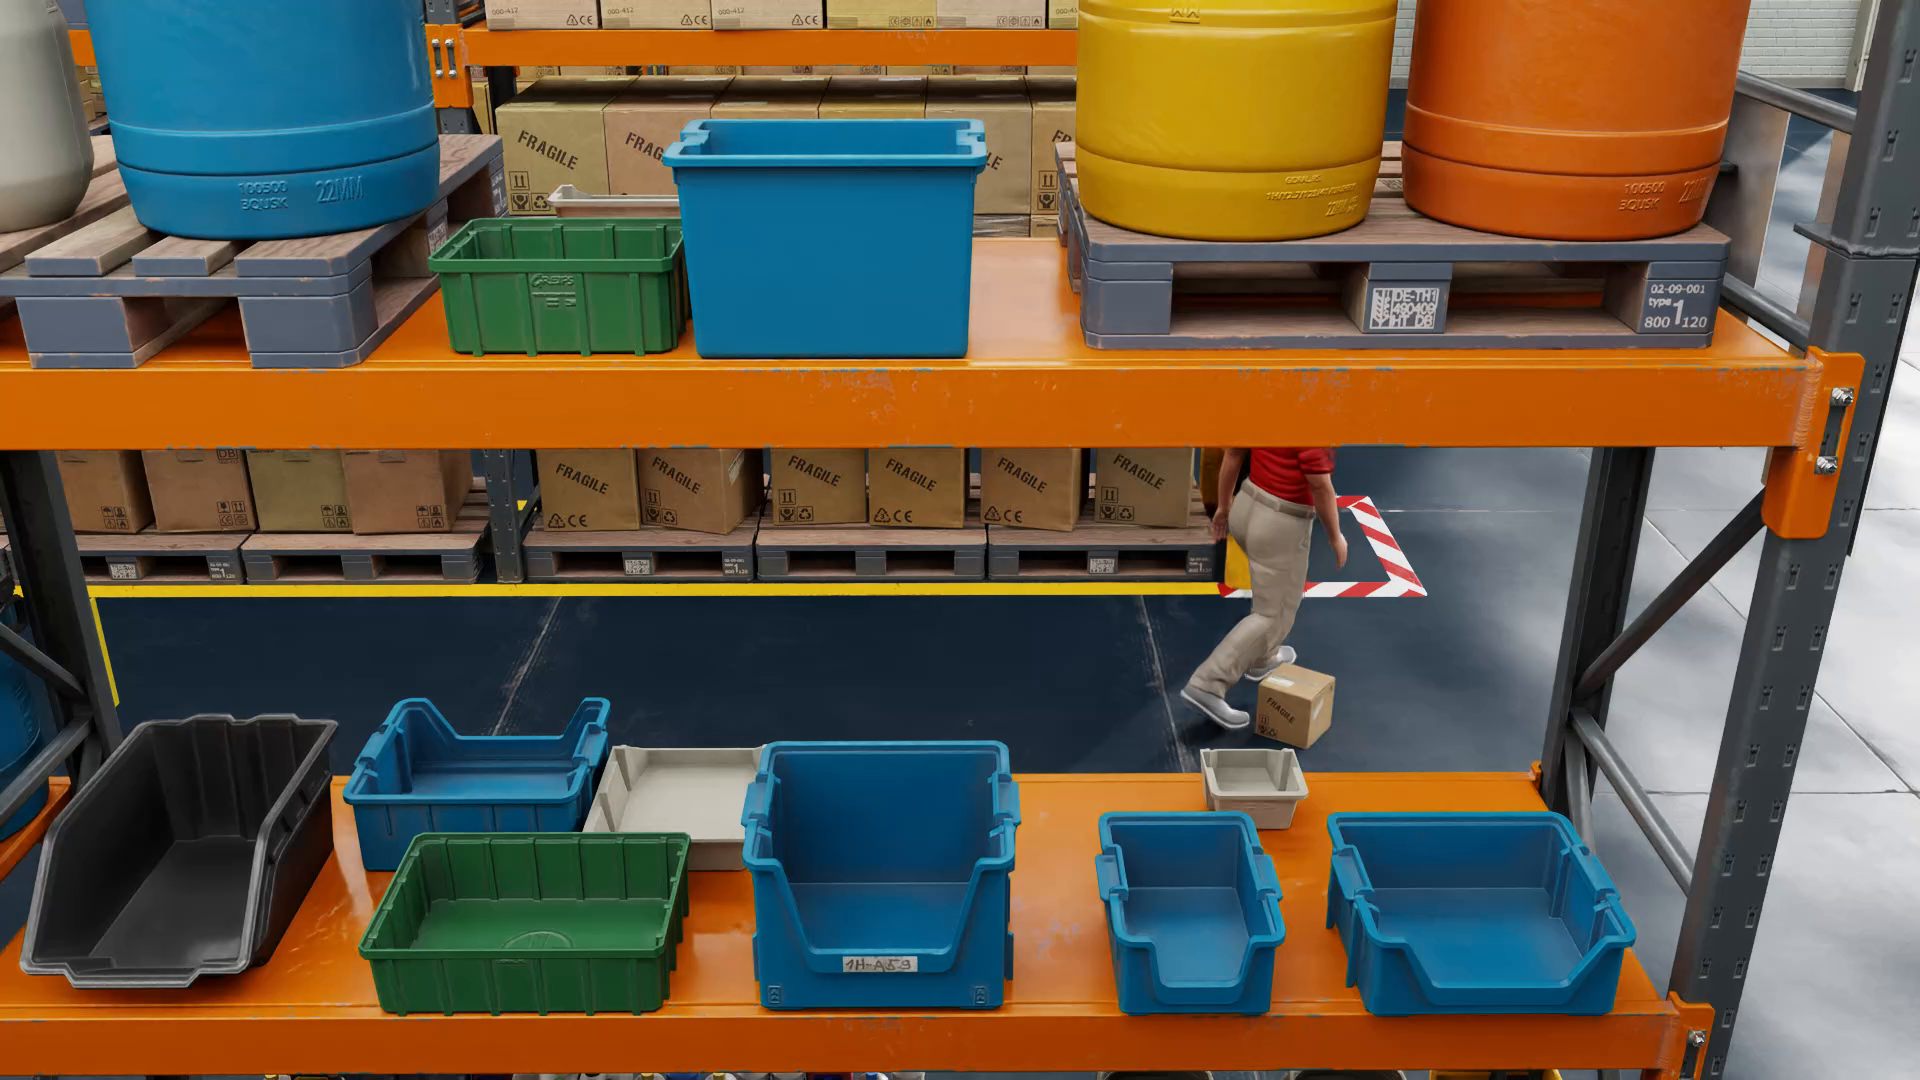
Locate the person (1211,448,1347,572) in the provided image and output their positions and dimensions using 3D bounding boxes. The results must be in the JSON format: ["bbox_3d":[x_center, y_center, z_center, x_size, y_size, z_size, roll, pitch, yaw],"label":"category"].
[{"bbox_3d":[1.421,-0.374,7.167,0.366,1.015,0.623,-10,26,-22],"label":"person"}]
